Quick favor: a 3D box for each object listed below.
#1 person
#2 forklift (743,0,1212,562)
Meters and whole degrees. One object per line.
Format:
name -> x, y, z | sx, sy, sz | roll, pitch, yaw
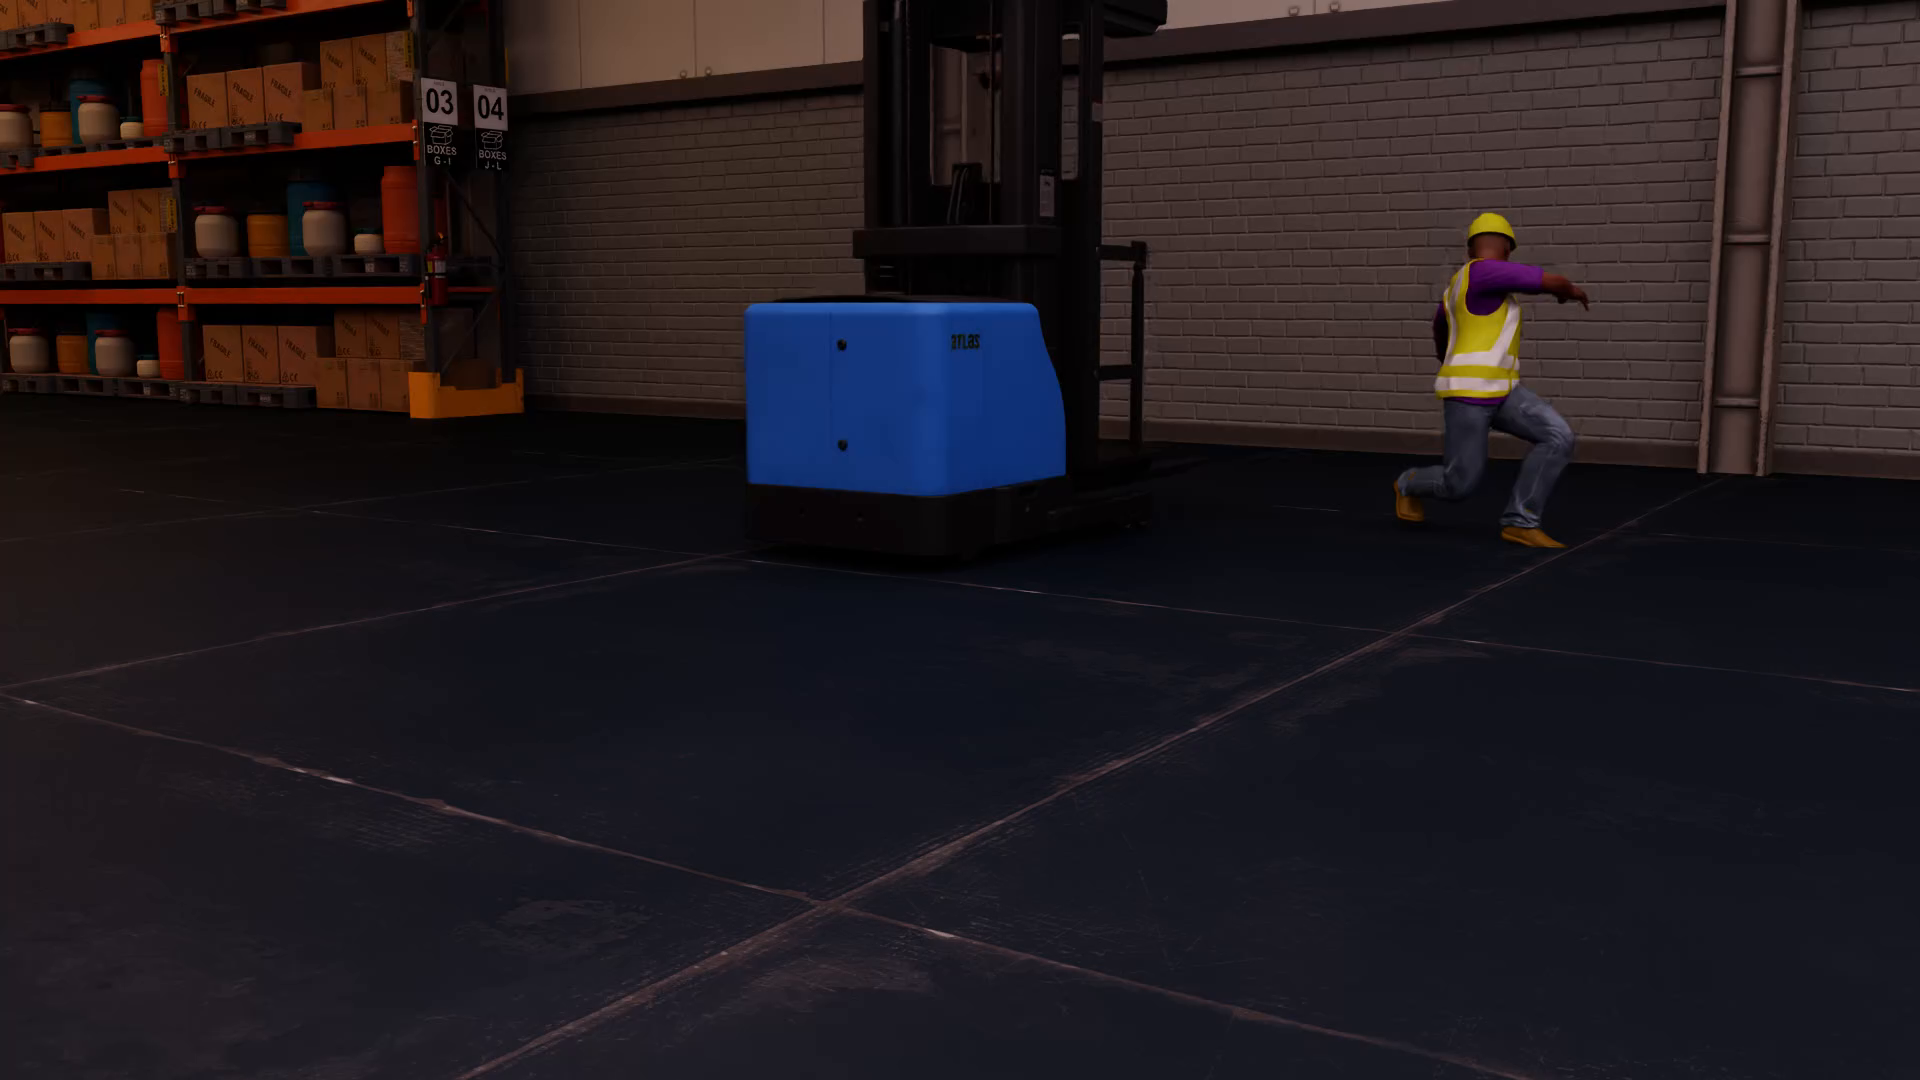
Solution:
person -> 2.463, -0.740, 7.692 | 0.778, 1.527, 0.959 | -8, 11, -44
forklift -> 0.291, -1.527, 7.932 | 1.130, 2.935, 3.031 | 5, 10, 33
